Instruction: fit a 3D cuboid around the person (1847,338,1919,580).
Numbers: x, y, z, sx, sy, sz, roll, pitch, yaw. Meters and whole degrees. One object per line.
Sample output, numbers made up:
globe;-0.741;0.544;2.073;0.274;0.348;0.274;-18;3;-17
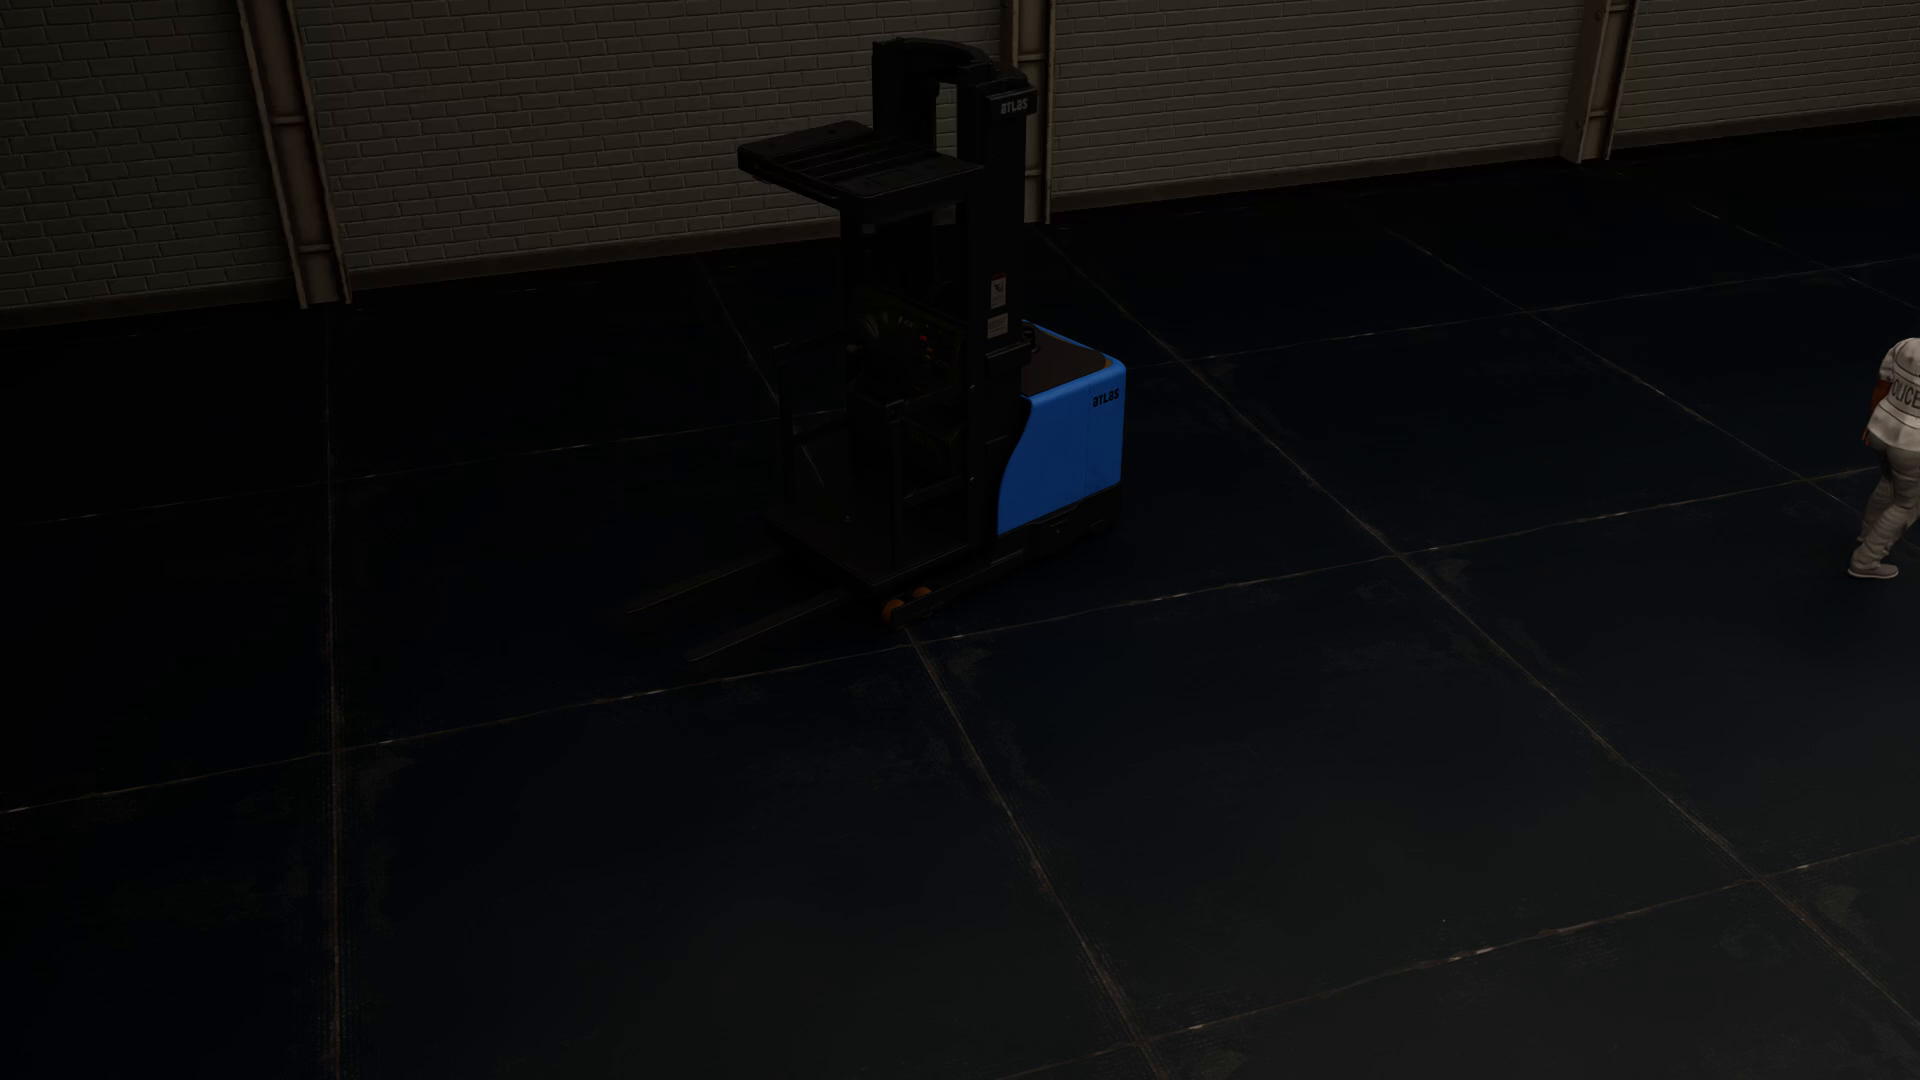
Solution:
person;5.397;-0.543;9.384;0.518;1.711;0.584;-4;30;-7

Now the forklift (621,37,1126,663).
forklift;-0.461;-1.072;8.951;3.031;2.935;1.130;-23;37;-34
